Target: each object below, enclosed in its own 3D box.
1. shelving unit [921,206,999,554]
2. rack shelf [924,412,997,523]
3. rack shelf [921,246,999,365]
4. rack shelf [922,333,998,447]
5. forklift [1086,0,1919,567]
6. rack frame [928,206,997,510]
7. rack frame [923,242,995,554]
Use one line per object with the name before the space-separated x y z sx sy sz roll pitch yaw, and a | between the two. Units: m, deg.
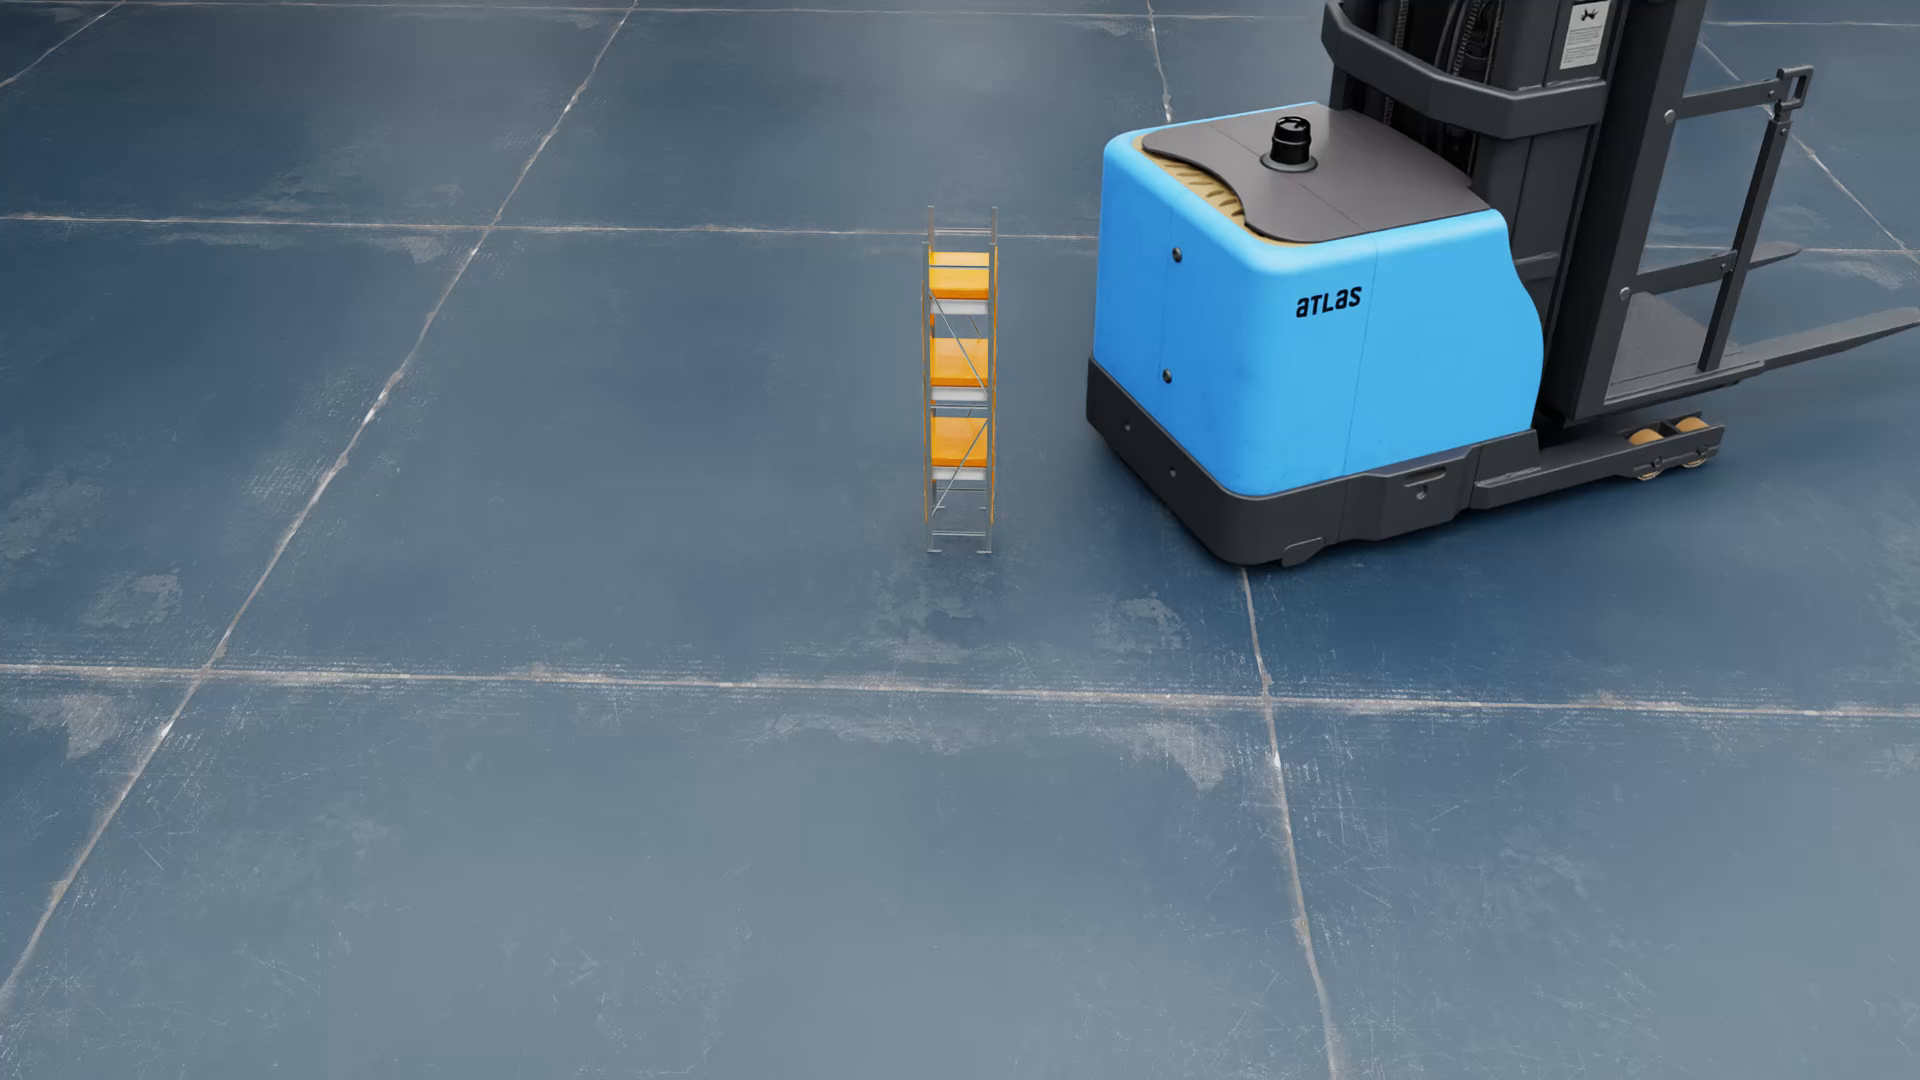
shelving unit | 0.002 -0.460 4.992 0.215 1.050 0.252 1 35 2
rack shelf | 0.002 -0.224 5.158 0.215 0.259 0.240 1 35 2
rack shelf | 0.002 -0.684 4.835 0.215 0.259 0.240 1 35 2
rack shelf | 0.002 -0.452 4.998 0.215 0.259 0.240 1 35 2
forklift | 1.998 -1.664 5.068 3.031 2.935 1.130 -14 37 -19
rack frame | 0.007 -0.530 5.092 0.200 1.050 0.008 1 35 2
rack frame | -0.003 -0.390 4.892 0.200 1.050 0.008 1 35 2
